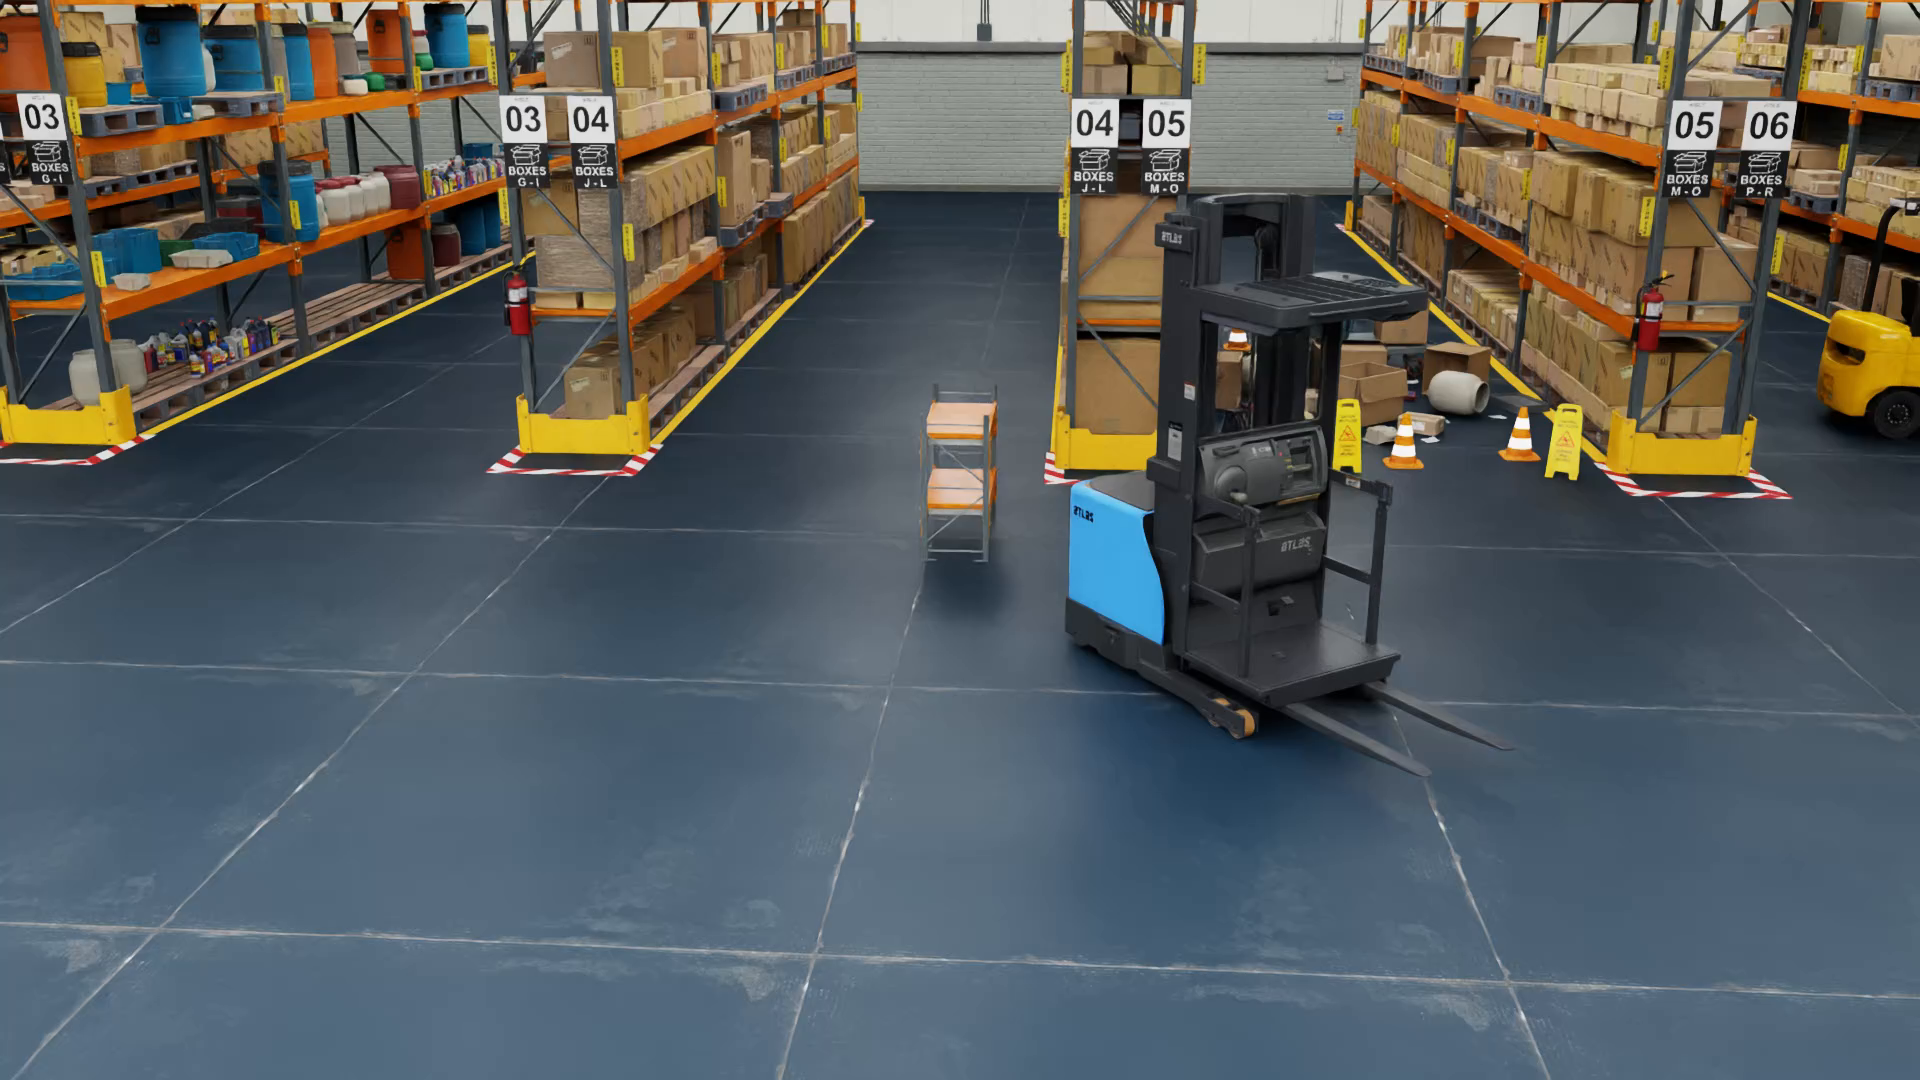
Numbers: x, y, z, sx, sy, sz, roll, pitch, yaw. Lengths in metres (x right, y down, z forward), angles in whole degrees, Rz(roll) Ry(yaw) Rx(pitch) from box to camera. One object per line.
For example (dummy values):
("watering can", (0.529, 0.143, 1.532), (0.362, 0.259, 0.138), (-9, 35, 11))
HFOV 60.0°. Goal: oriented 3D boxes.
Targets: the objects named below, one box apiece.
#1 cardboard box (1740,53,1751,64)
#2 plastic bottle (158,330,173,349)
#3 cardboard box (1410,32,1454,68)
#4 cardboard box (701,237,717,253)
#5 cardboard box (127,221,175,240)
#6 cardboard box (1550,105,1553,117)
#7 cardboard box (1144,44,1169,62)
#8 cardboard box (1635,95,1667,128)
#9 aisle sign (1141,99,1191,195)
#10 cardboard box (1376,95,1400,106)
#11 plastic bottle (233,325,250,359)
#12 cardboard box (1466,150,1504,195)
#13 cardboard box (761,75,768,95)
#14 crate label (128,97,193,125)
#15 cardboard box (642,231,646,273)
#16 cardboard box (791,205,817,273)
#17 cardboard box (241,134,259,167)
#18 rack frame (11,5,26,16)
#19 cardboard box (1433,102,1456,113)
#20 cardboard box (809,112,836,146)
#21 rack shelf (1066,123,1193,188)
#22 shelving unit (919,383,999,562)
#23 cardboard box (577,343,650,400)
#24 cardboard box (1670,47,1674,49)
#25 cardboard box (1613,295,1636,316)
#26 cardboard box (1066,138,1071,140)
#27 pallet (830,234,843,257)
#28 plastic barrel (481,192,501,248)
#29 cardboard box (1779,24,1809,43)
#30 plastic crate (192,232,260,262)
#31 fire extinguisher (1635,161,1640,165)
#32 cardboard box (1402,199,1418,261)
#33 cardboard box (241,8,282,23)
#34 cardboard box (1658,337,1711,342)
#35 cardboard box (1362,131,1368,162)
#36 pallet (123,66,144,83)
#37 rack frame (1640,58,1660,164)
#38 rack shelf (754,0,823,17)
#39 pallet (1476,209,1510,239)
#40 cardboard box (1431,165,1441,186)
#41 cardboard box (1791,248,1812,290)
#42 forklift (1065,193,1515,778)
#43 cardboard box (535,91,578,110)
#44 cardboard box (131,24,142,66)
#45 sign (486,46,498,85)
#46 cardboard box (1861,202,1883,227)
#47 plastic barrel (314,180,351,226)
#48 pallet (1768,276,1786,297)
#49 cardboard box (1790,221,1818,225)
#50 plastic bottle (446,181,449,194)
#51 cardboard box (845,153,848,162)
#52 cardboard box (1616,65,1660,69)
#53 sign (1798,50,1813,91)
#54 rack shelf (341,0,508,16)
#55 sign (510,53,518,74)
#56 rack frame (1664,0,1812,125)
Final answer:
("cardboard box", (11.782, -7.116, 24.574), (0.380, 0.149, 0.250), (2, 18, 5))
("plastic bottle", (-8.665, -2.122, 18.128), (0.144, 0.351, 0.185), (1, 18, 3))
("cardboard box", (6.896, -7.162, 24.310), (0.500, 0.500, 0.500), (1, 18, 3))
("cardboard box", (-2.932, -3.300, 18.581), (0.380, 0.149, 0.250), (1, 18, 4))
("cardboard box", (-12.380, -4.594, 25.435), (0.500, 0.500, 0.500), (1, 18, 2))
("cardboard box", (6.405, -4.485, 17.381), (0.380, 0.149, 0.250), (1, 18, 3))
("cardboard box", (1.822, -4.294, 14.682), (0.380, 0.149, 0.250), (1, 18, 3))
("cardboard box", (6.156, -3.690, 14.312), (0.500, 0.250, 0.500), (1, 18, 3))
("aisle sign", (1.738, -3.315, 14.048), (0.394, 0.787, 0.004), (1, 18, 4))
("cardboard box", (7.081, -7.245, 27.408), (0.380, 0.149, 0.250), (1, 18, 3))
("plastic bottle", (-7.945, -2.187, 18.329), (0.144, 0.351, 0.185), (1, 18, 4))
("cardboard box", (6.668, -4.606, 20.849), (0.500, 0.500, 0.500), (2, 18, 7))
("cardboard box", (-2.734, -5.782, 21.175), (0.500, 0.250, 0.500), (1, 18, 4))
("crate label", (-7.973, -4.290, 16.619), (0.502, 0.251, 0.408), (1, 18, 4))
("cardboard box", (-3.513, -2.768, 15.914), (0.875, 0.500, 0.500), (1, 18, 4))
("cardboard box", (-2.781, -4.416, 24.319), (1.225, 0.875, 0.875), (1, 18, 4))
("cardboard box", (-12.175, -6.559, 27.961), (0.500, 0.500, 0.500), (2, 18, 5))
("rack frame", (-12.803, -7.808, 22.301), (1.000, 3.000, 0.127), (1, 18, 4))
("cardboard box", (7.530, -6.679, 25.683), (0.380, 0.149, 0.250), (1, 18, 3))
("cardboard box", (-2.304, -6.700, 27.111), (0.500, 0.500, 0.500), (1, 18, 4))
("rack shelf", (1.587, -3.813, 16.081), (1.077, 0.370, 4.000), (1, 18, 4))
("shelving unit", (0.000, -0.537, 12.754), (0.538, 1.125, 1.048), (1, 18, 4))
("cardboard box", (-3.426, -1.642, 16.458), (0.500, 0.500, 0.500), (6, 19, 18))
("cardboard box", (12.166, -8.094, 27.755), (0.500, 0.250, 0.500), (2, 18, 5))
("cardboard box", (6.109, -2.112, 14.955), (0.380, 0.149, 0.250), (1, 18, 3))
("cardboard box", (1.803, -6.000, 25.189), (0.380, 0.149, 0.250), (2, 18, 5))
("pallet", (-2.503, -4.887, 27.498), (1.003, 0.211, 1.213), (1, 18, 4))
("plastic barrel", (-7.632, -5.122, 26.433), (0.600, 0.901, 0.708), (1, 18, 4))
("cardboard box", (12.246, -7.441, 24.424), (0.396, 0.266, 0.258), (1, 18, 3))
("plastic crate", (-7.958, -3.183, 18.059), (0.499, 0.251, 0.616), (1, 18, 4))
("fire extinguisher", (12.036, -6.731, 29.371), (0.296, 0.674, 0.183), (1, 18, 4))
("cardboard box", (7.284, -4.752, 25.346), (0.875, 0.875, 0.875), (2, 18, 6))
("cardboard box", (-12.371, -9.077, 29.224), (0.700, 0.500, 0.500), (1, 18, 4))
("cardboard box", (6.756, -1.693, 15.809), (0.500, 0.500, 0.500), (1, 18, 2))
("cardboard box", (7.206, -6.746, 28.532), (0.500, 0.500, 0.500), (1, 18, 3))
("pallet", (-12.705, -7.013, 24.992), (1.213, 0.211, 1.003), (1, 18, 4))
("rack frame", (12.486, -6.889, 29.130), (1.000, 3.000, 0.127), (1, 18, 4))
("rack shelf", (-2.779, -7.675, 23.693), (1.077, 0.370, 4.000), (1, 18, 4))
("pallet", (6.861, -3.807, 20.033), (1.003, 0.211, 1.213), (1, 18, 4))
("cardboard box", (6.776, -4.996, 22.790), (0.500, 0.250, 0.500), (1, 18, 2))
("cardboard box", (11.775, -3.707, 22.760), (0.500, 0.500, 0.500), (1, 18, 3))
("forklift", (1.883, -0.426, 9.517), (1.130, 2.935, 3.031), (-11, 21, -30))
("cardboard box", (-3.652, -3.966, 14.992), (0.380, 0.149, 0.250), (1, 18, 2))
("cardboard box", (-12.651, -7.557, 25.356), (0.600, 0.600, 0.600), (1, 18, 3))
("sign", (-4.048, -4.115, 14.426), (0.100, 0.325, 0.005), (1, 18, 4))
("cardboard box", (11.596, -4.045, 20.690), (0.500, 0.250, 0.500), (1, 18, 3))
("plastic barrel", (-7.810, -4.188, 20.669), (0.433, 0.535, 0.433), (0, 18, 0))
("pallet", (12.094, -3.688, 23.840), (1.003, 0.211, 1.213), (1, 18, 4))
("cardboard box", (12.447, -4.608, 24.468), (0.380, 0.149, 0.250), (0, 18, 1))
("plastic bottle", (-7.431, -5.099, 23.986), (0.097, 0.201, 0.097), (0, 18, 0))
("cardboard box", (-2.136, -6.585, 28.605), (0.380, 0.149, 0.250), (1, 18, 4))
("cardboard box", (6.820, -4.692, 16.731), (0.380, 0.149, 0.250), (2, 18, 5))
("sign", (6.930, -3.858, 13.659), (0.100, 0.325, 0.005), (1, 18, 4))
("rack shelf", (-7.720, -7.786, 24.030), (1.077, 0.370, 4.000), (1, 18, 4))
("sign", (-7.028, -7.505, 26.178), (0.100, 0.325, 0.005), (1, 18, 4))
("rack frame", (6.388, -4.880, 13.365), (1.000, 3.000, 0.127), (1, 18, 4))
